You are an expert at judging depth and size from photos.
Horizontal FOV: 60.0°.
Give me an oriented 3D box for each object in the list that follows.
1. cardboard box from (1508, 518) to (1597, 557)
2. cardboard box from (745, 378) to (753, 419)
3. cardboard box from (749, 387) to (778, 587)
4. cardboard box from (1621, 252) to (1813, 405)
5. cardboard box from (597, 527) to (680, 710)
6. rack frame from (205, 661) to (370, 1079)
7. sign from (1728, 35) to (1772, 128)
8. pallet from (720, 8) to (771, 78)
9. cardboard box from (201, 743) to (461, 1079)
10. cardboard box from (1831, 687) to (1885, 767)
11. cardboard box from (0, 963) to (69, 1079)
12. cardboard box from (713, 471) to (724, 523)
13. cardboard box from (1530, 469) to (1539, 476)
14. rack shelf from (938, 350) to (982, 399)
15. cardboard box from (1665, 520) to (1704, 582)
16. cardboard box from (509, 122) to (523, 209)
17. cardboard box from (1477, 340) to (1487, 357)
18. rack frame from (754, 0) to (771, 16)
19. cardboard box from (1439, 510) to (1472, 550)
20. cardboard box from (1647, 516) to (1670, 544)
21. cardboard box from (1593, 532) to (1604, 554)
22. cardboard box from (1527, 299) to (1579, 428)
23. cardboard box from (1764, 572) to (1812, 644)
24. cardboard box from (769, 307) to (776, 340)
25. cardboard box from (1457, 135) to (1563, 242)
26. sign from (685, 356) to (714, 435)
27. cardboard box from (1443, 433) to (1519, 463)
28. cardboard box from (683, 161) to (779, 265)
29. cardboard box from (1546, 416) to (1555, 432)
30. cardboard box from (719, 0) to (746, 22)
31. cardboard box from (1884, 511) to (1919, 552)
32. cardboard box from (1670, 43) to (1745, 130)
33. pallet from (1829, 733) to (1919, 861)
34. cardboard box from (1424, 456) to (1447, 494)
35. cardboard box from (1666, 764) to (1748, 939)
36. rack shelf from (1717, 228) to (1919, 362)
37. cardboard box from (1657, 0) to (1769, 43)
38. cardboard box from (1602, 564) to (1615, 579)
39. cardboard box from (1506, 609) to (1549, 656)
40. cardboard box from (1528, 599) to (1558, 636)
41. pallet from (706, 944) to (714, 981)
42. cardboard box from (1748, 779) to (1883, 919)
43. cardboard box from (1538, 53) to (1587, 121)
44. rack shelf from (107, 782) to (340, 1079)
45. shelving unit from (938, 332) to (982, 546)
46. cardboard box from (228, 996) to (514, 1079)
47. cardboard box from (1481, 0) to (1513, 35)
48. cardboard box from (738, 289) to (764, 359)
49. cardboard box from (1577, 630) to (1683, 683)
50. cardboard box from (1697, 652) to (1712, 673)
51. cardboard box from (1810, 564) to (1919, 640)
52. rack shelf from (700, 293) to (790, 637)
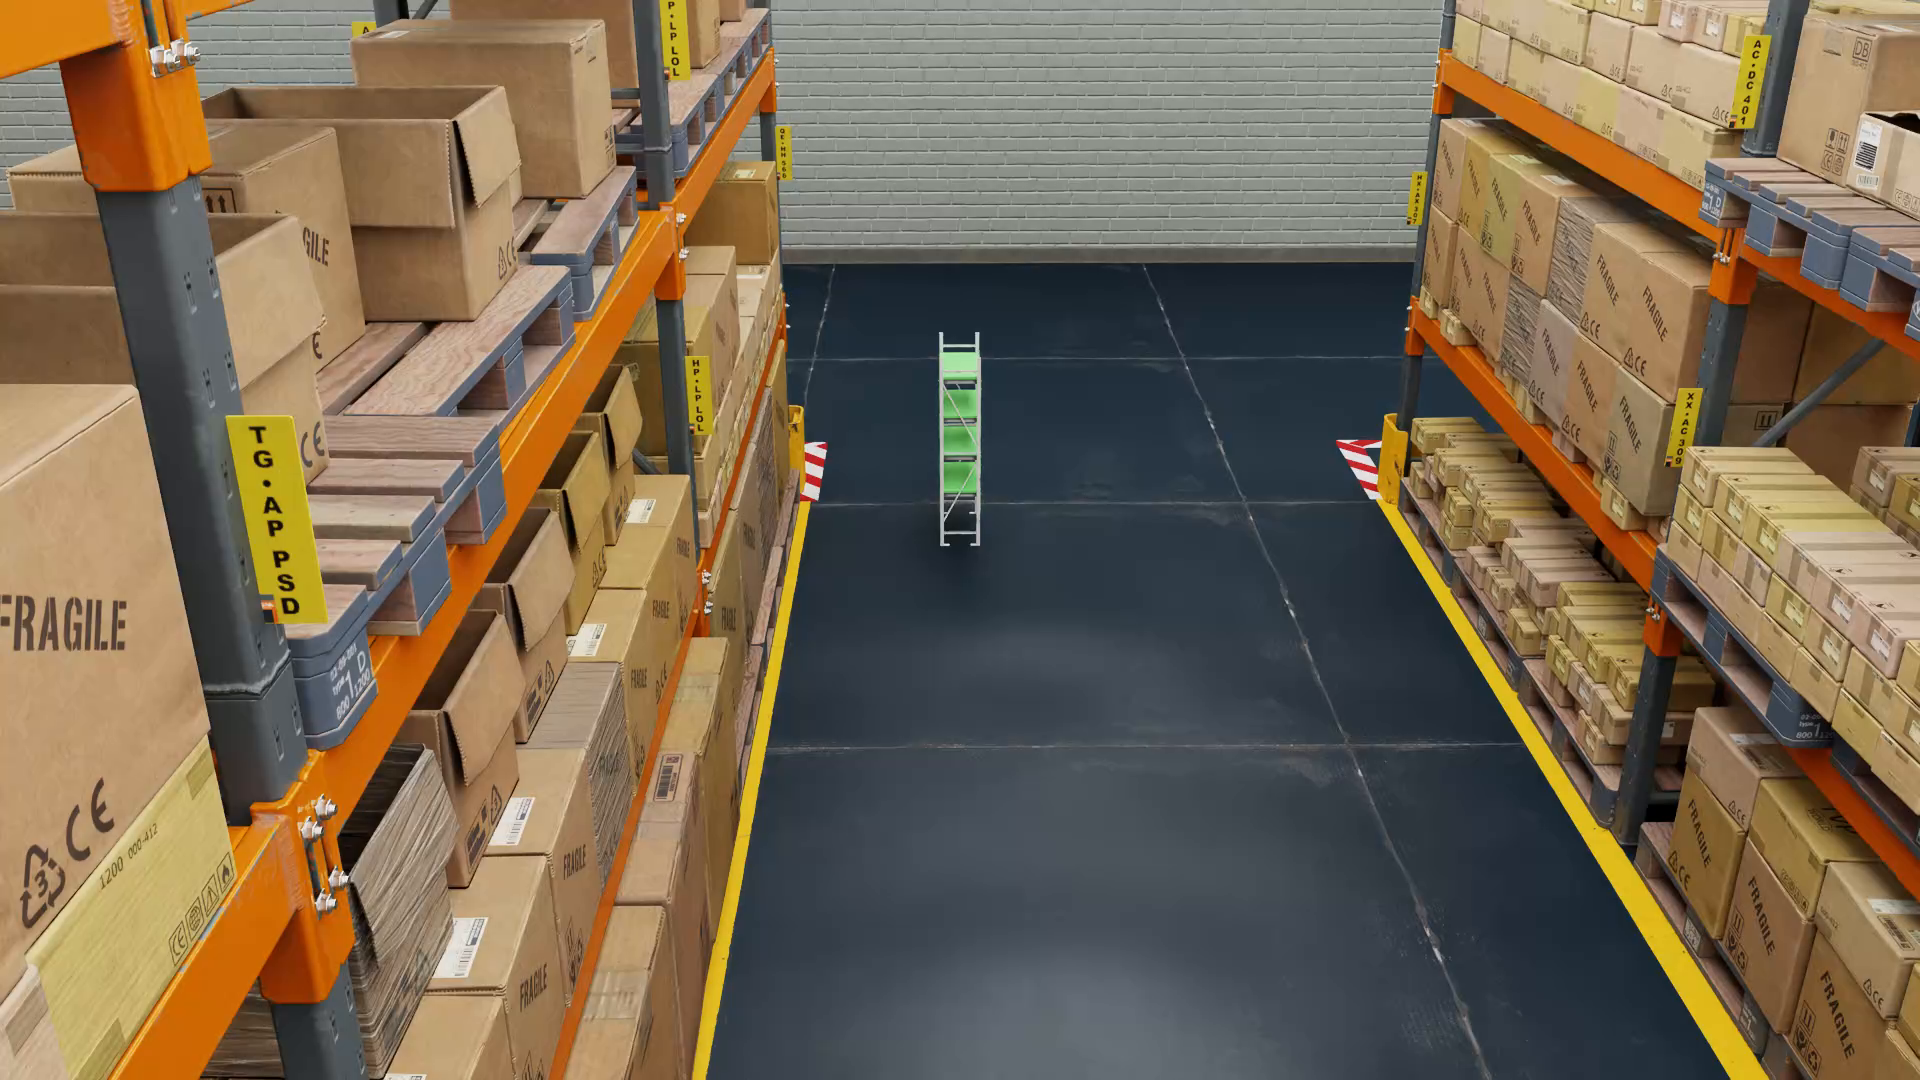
[{"bbox_3d":[3.143,0.000,8.837,0.380,0.149,0.250,0,24,0],"label":"cardboard box"},{"bbox_3d":[-1.262,-0.721,8.509,0.380,0.149,0.250,-1,24,-2],"label":"cardboard box"},{"bbox_3d":[-1.520,-0.303,9.349,0.875,0.875,0.875,0,24,-1],"label":"cardboard box"},{"bbox_3d":[3.112,-0.880,6.860,0.500,0.500,0.500,-1,24,-2],"label":"cardboard box"},{"bbox_3d":[-1.296,0.280,5.870,0.500,0.500,0.500,0,24,1],"label":"cardboard box"},{"bbox_3d":[-1.529,1.578,3.120,1.000,3.000,0.127,0,24,-1],"label":"rack frame"},{"bbox_3d":[2.845,-1.647,5.985,0.100,0.325,0.005,0,24,-1],"label":"sign"},{"bbox_3d":[-1.598,-2.739,9.133,1.003,0.211,1.213,0,24,-1],"label":"pallet"},{"bbox_3d":[-1.521,0.774,3.559,0.797,0.503,0.637,1,24,1],"label":"cardboard box"},{"bbox_3d":[2.952,0.575,5.134,0.380,0.149,0.250,-1,24,-2],"label":"cardboard box"},{"bbox_3d":[-1.260,0.679,1.650,0.500,0.250,0.500,0,24,-1],"label":"cardboard box"},{"bbox_3d":[-1.246,-0.187,7.329,0.380,0.149,0.250,-1,24,-2],"label":"cardboard box"},{"bbox_3d":[3.584,-0.403,10.089,0.380,0.149,0.250,-1,24,-2],"label":"cardboard box"},{"bbox_3d":[-0.002,-0.994,9.982,0.258,0.148,0.480,0,24,-1],"label":"rack shelf"},{"bbox_3d":[2.932,0.037,6.324,0.380,0.149,0.250,-1,24,-3],"label":"cardboard box"},{"bbox_3d":[-1.651,-1.135,5.078,0.500,0.311,0.500,-1,24,-2],"label":"cardboard box"},{"bbox_3d":[3.153,-1.127,9.408,0.380,0.149,0.250,1,24,2],"label":"cardboard box"},{"bbox_3d":[-1.617,-4.452,9.173,1.000,3.000,0.127,0,24,-1],"label":"rack frame"},{"bbox_3d":[3.017,-0.058,9.689,0.380,0.149,0.250,0,24,0],"label":"cardboard box"},{"bbox_3d":[3.151,-0.053,7.032,0.380,0.149,0.250,-1,24,-1],"label":"cardboard box"},{"bbox_3d":[3.600,-0.001,8.840,0.380,0.149,0.250,0,24,0],"label":"cardboard box"},{"bbox_3d":[3.091,-0.849,8.004,0.500,0.500,0.500,0,24,-1],"label":"cardboard box"},{"bbox_3d":[2.944,0.222,5.554,0.380,0.149,0.250,-1,24,-3],"label":"cardboard box"},{"bbox_3d":[-1.277,-1.247,9.673,0.380,0.149,0.250,0,24,0],"label":"cardboard box"},{"bbox_3d":[3.096,-1.941,9.207,0.500,0.500,0.500,0,24,1],"label":"cardboard box"},{"bbox_3d":[-1.030,-0.568,6.557,0.100,0.325,0.005,0,24,-1],"label":"sign"},{"bbox_3d":[3.133,-0.532,10.014,0.380,0.149,0.250,0,24,0],"label":"cardboard box"},{"bbox_3d":[-1.348,-1.928,9.783,0.500,0.500,0.500,0,24,0],"label":"cardboard box"},{"bbox_3d":[3.135,-0.592,8.224,0.380,0.149,0.250,-1,24,-1],"label":"cardboard box"},{"bbox_3d":[-1.557,-3.153,9.190,0.700,0.500,0.500,-2,24,-4],"label":"cardboard box"},{"bbox_3d":[3.594,0.009,6.025,0.380,0.149,0.250,0,24,0],"label":"cardboard box"},{"bbox_3d":[3.129,-1.766,6.450,0.500,0.250,0.500,-1,24,-3],"label":"cardboard box"},{"bbox_3d":[3.369,0.870,4.920,1.003,0.211,1.213,0,24,-1],"label":"pallet"},{"bbox_3d":[3.040,-0.397,10.076,0.380,0.149,0.250,0,24,-1],"label":"cardboard box"},{"bbox_3d":[3.131,1.203,6.475,0.500,0.500,0.500,1,24,1],"label":"cardboard box"},{"bbox_3d":[3.410,-0.265,4.430,1.077,0.370,4.000,0,24,-1],"label":"rack shelf"},{"bbox_3d":[3.053,-2.095,6.695,0.380,0.149,0.250,0,24,-1],"label":"cardboard box"},{"bbox_3d":[3.676,0.136,8.898,0.380,0.149,0.250,0,24,0],"label":"cardboard box"},{"bbox_3d":[3.031,0.470,8.520,0.380,0.149,0.250,0,24,-1],"label":"cardboard box"},{"bbox_3d":[3.104,0.363,8.397,0.380,0.149,0.250,0,24,1],"label":"cardboard box"},{"bbox_3d":[-1.489,1.518,6.637,1.003,0.211,1.213,0,24,-1],"label":"pallet"},{"bbox_3d":[3.140,1.080,5.835,0.500,0.250,0.500,0,24,1],"label":"cardboard box"},{"bbox_3d":[3.108,-2.169,7.948,0.500,0.250,0.500,0,24,-1],"label":"cardboard box"},{"bbox_3d":[-1.507,1.363,0.828,1.077,0.370,4.000,0,24,-1],"label":"rack shelf"},{"bbox_3d":[-0.002,-0.615,10.154,0.258,1.200,0.503,0,24,-1],"label":"shelving unit"},{"bbox_3d":[-1.263,1.331,3.545,0.500,0.500,0.500,0,24,1],"label":"cardboard box"},{"bbox_3d":[3.096,-2.828,8.798,0.500,0.250,0.500,-1,24,-1],"label":"cardboard box"},{"bbox_3d":[-1.335,-1.168,9.014,0.500,0.250,0.500,-1,24,-2],"label":"cardboard box"},{"bbox_3d":[3.081,0.535,7.654,0.380,0.149,0.250,0,24,0],"label":"cardboard box"},{"bbox_3d":[3.648,0.529,7.668,0.380,0.149,0.250,1,24,2],"label":"cardboard box"},{"bbox_3d":[2.945,0.195,5.253,0.380,0.149,0.250,0,24,-1],"label":"cardboard box"},{"bbox_3d":[-1.595,-0.566,8.735,1.077,0.370,4.000,0,24,-1],"label":"rack shelf"}]
